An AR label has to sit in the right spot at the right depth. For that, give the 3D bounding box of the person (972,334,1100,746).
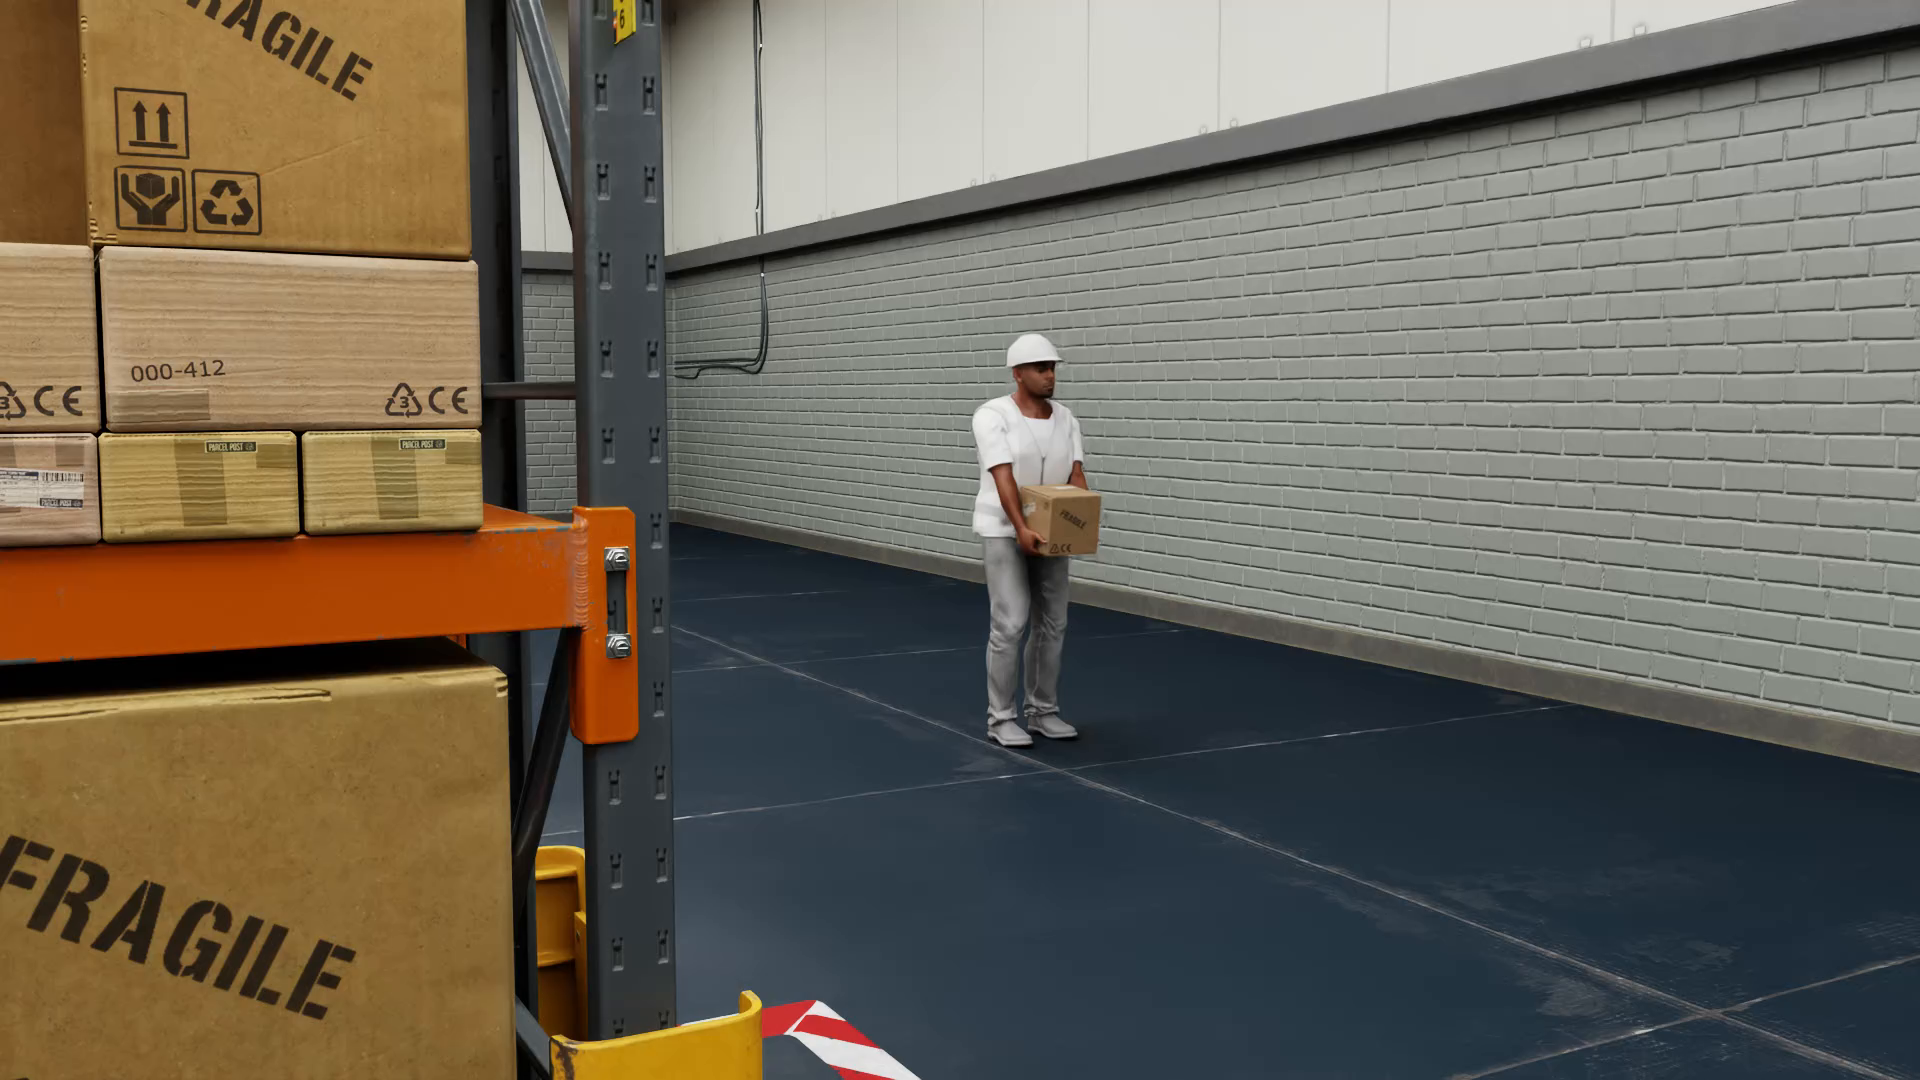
[{"bbox_3d":[0.340,-0.003,7.173,0.505,1.761,0.576,-3,6,-30],"label":"person"}]
